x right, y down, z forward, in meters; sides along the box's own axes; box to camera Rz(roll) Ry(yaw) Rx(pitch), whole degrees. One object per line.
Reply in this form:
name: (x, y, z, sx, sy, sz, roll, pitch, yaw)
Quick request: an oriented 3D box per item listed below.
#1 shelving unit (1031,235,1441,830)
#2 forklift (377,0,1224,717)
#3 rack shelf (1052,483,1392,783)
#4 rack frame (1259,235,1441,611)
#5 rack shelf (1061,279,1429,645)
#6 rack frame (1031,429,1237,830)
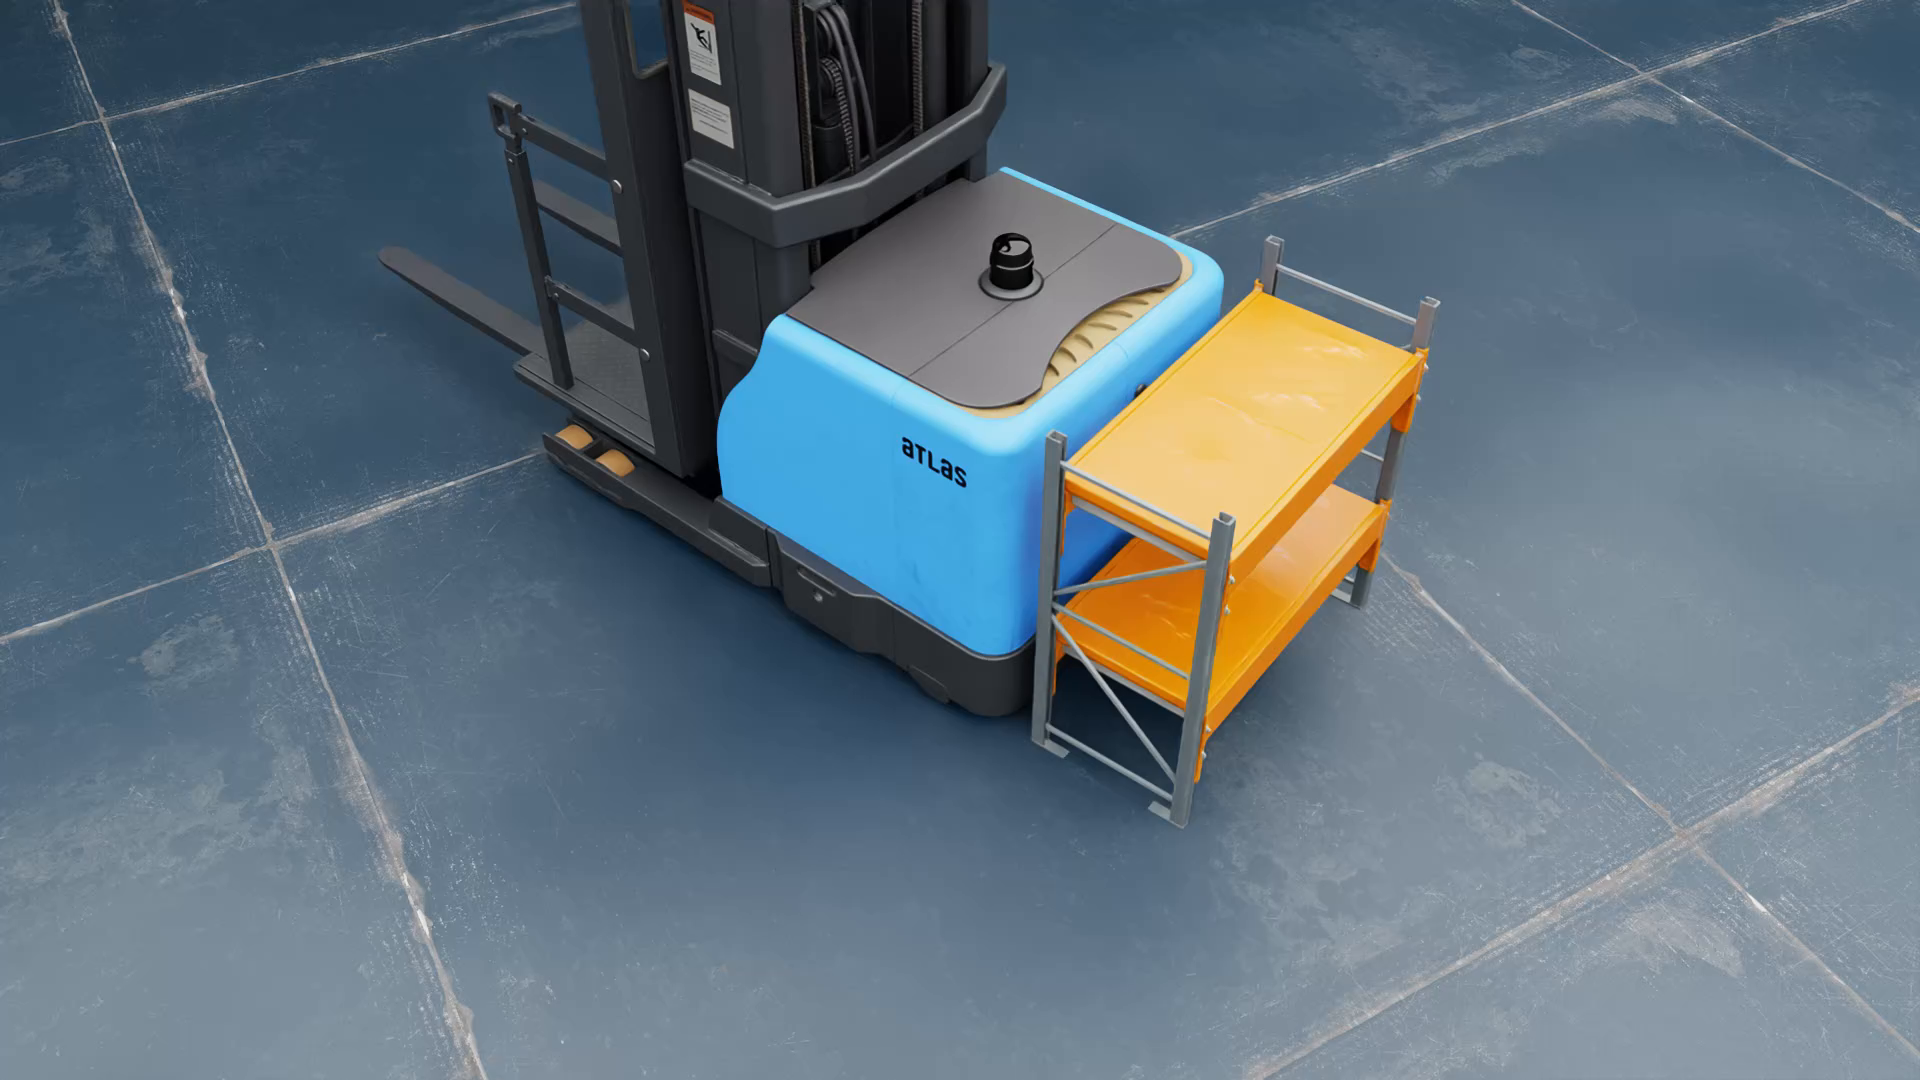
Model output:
shelving unit: (0.716, -0.023, 4.466, 0.538, 1.125, 1.048, 28, 51, 26)
forklift: (-0.726, -1.430, 4.619, 3.031, 2.935, 1.130, 30, 52, 27)
rack shelf: (0.716, 0.152, 4.637, 0.538, 0.278, 1.000, 28, 51, 26)
rack frame: (1.026, -0.304, 4.755, 0.500, 1.125, 0.032, 28, 51, 26)
rack shelf: (0.716, -0.233, 4.262, 0.538, 0.278, 1.000, 28, 51, 26)
rack frame: (0.407, 0.257, 4.177, 0.500, 1.125, 0.032, 28, 51, 26)
